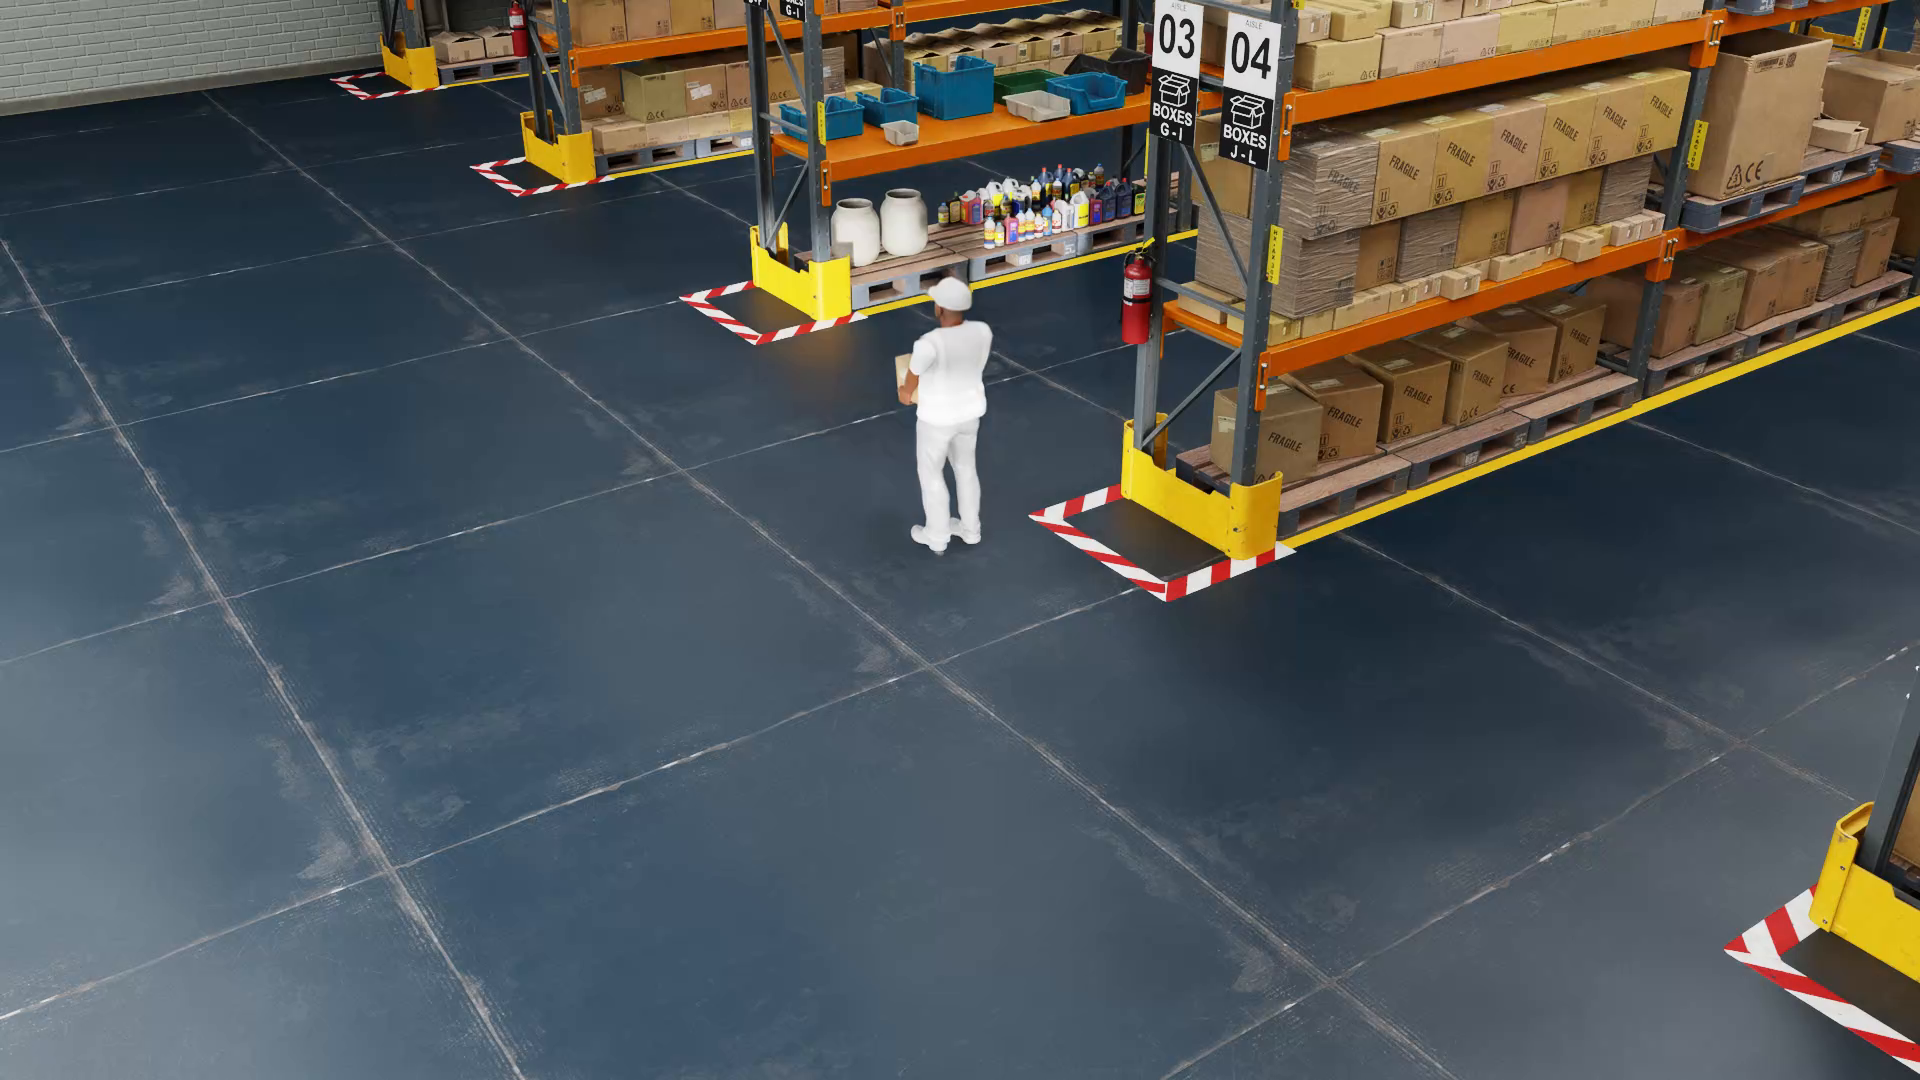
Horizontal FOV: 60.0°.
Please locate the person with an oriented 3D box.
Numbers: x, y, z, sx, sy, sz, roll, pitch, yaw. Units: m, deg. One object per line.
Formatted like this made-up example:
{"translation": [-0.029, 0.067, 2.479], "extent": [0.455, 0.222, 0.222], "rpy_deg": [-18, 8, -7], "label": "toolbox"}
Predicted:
{"translation": [-0.121, -0.786, 10.058], "extent": [0.503, 1.758, 0.576], "rpy_deg": [-18, 33, -30], "label": "person"}
